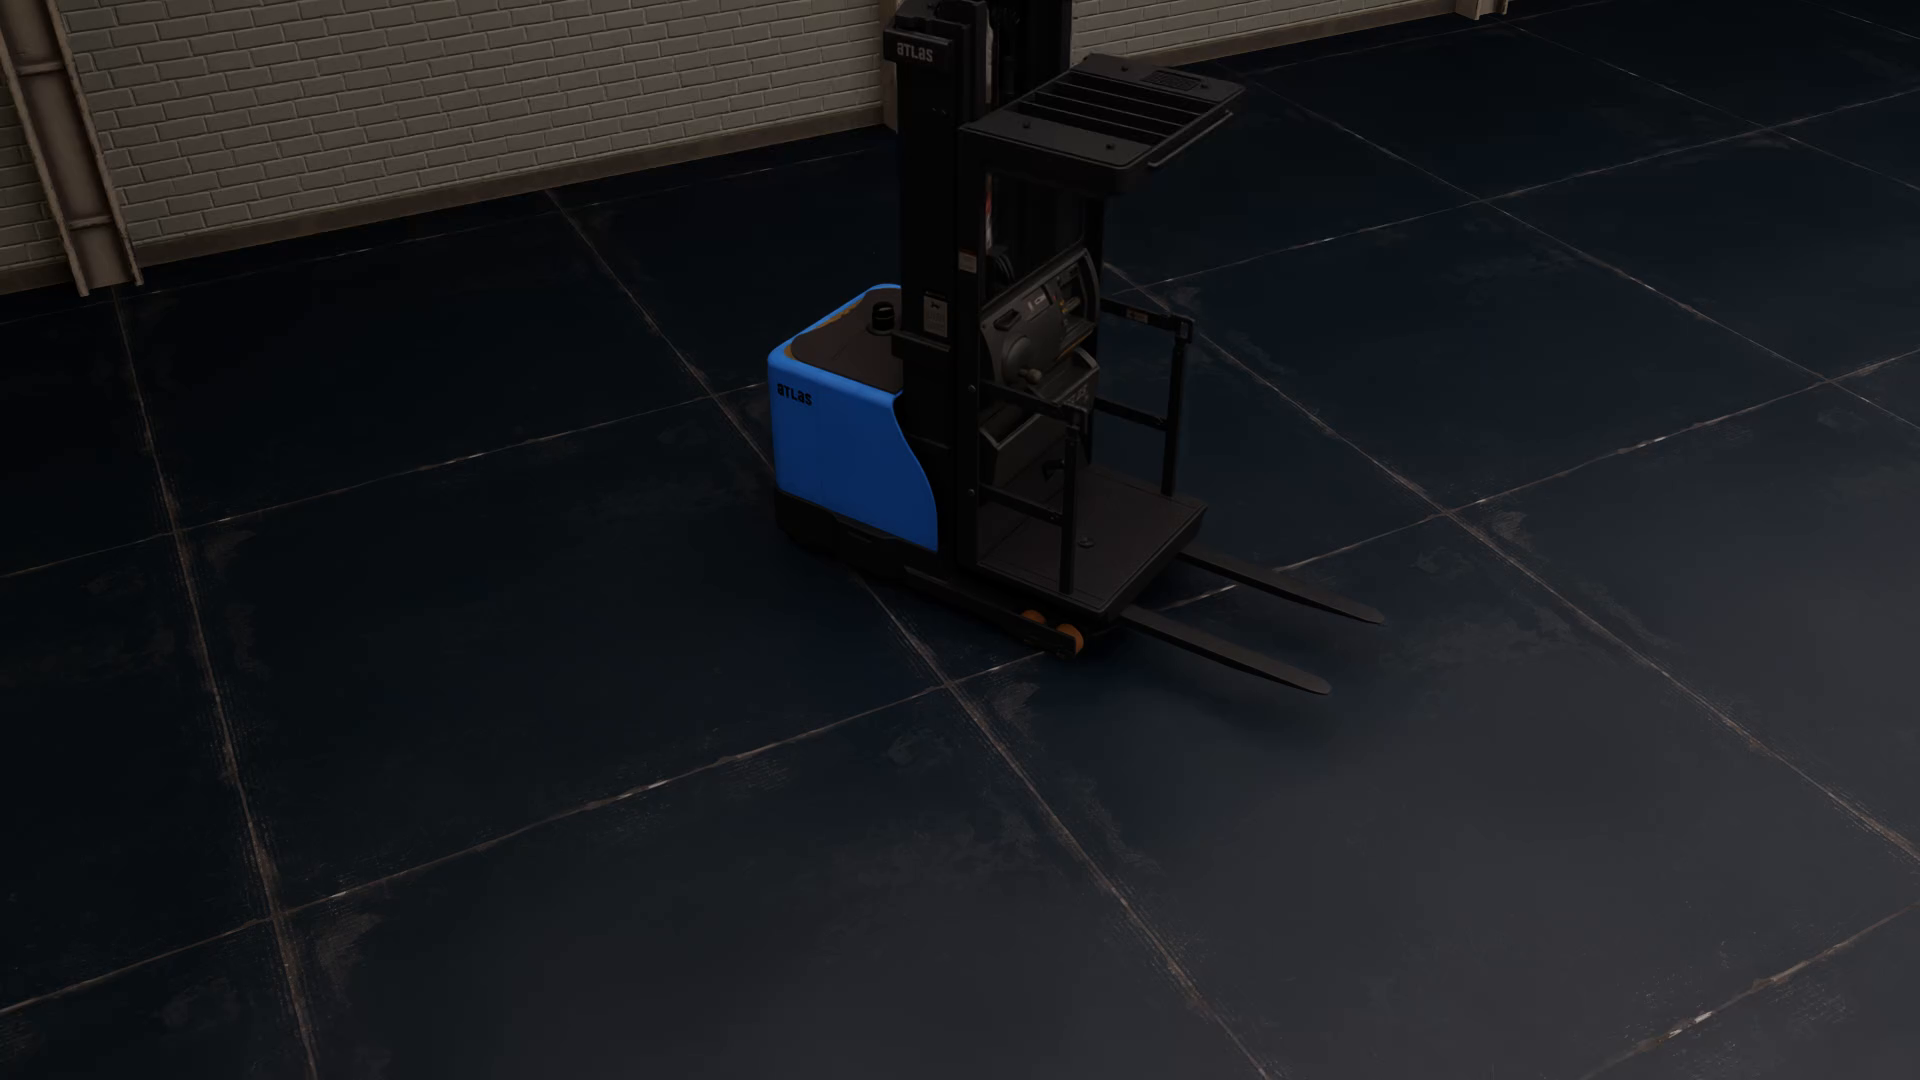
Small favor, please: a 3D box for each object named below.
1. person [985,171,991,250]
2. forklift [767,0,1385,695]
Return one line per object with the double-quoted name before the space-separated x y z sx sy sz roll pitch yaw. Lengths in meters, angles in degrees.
"person" 0.191 -1.280 8.926 0.694 1.789 0.462 -14 38 -19
"forklift" 0.547 -0.984 7.515 3.031 2.935 1.130 21 40 27
